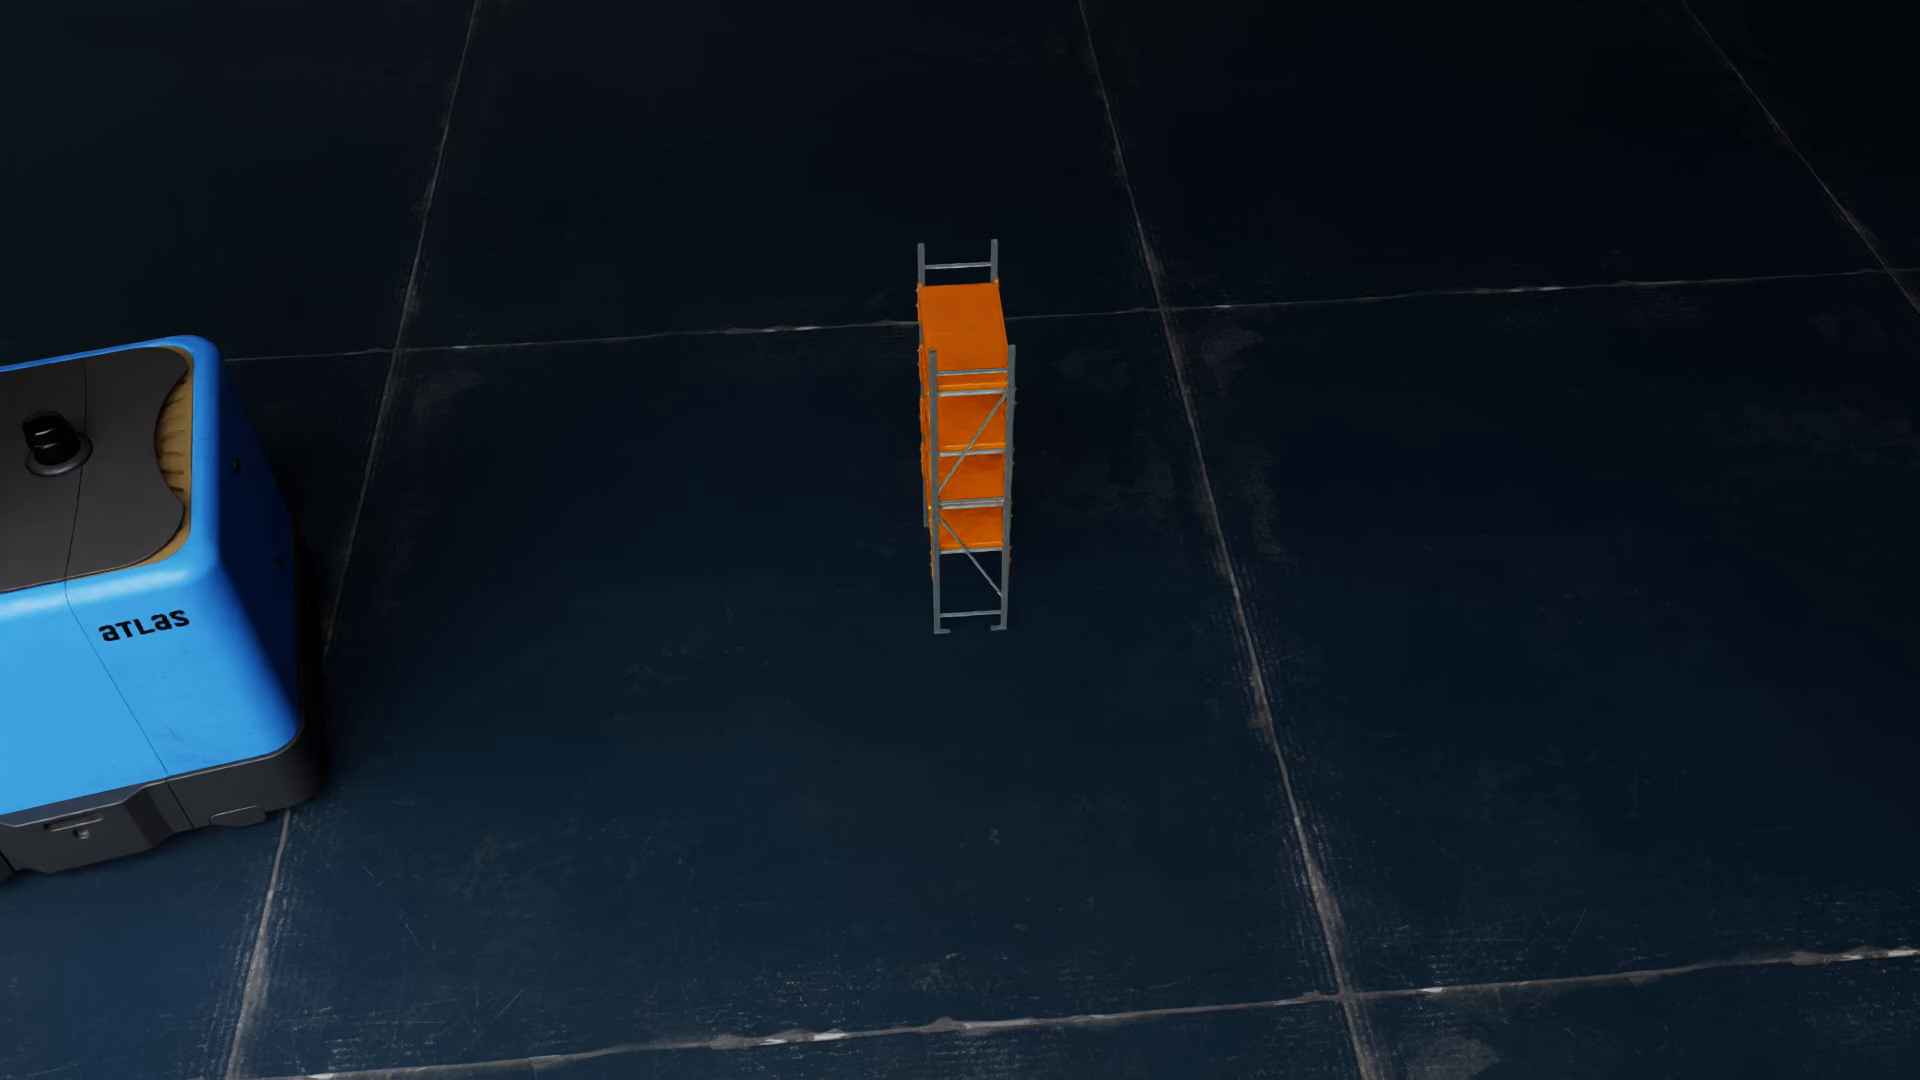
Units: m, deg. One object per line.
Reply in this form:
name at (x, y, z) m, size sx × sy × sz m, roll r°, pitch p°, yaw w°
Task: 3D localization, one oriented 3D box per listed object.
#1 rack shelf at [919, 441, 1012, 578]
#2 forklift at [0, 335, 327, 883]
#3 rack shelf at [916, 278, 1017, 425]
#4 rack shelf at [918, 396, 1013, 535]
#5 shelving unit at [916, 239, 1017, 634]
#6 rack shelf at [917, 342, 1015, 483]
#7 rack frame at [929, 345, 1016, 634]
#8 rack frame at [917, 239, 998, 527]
rack shelf at (0.014, -0.110, 5.394) m, size 0.258 × 0.148 × 0.480 m, roll -3°, pitch 47°, yaw -3°
forklift at (-3.473, -0.239, 3.958) m, size 3.031 × 2.935 × 1.130 m, roll -12°, pitch 48°, yaw -12°
rack shelf at (0.014, -0.563, 4.916) m, size 0.258 × 0.148 × 0.480 m, roll -3°, pitch 47°, yaw -3°
rack shelf at (0.014, -0.247, 5.250) m, size 0.258 × 0.148 × 0.480 m, roll -3°, pitch 47°, yaw -3°
shelving unit at (0.014, -0.293, 5.201) m, size 0.258 × 1.200 × 0.503 m, roll -3°, pitch 47°, yaw -3°
rack shelf at (0.014, -0.400, 5.087) m, size 0.258 × 0.148 × 0.480 m, roll -3°, pitch 47°, yaw -3°
rack frame at (0.034, -0.116, 5.034) m, size 0.240 × 1.200 × 0.015 m, roll -3°, pitch 47°, yaw -3°
rack frame at (-0.007, -0.469, 5.368) m, size 0.240 × 1.200 × 0.015 m, roll -3°, pitch 47°, yaw -3°
